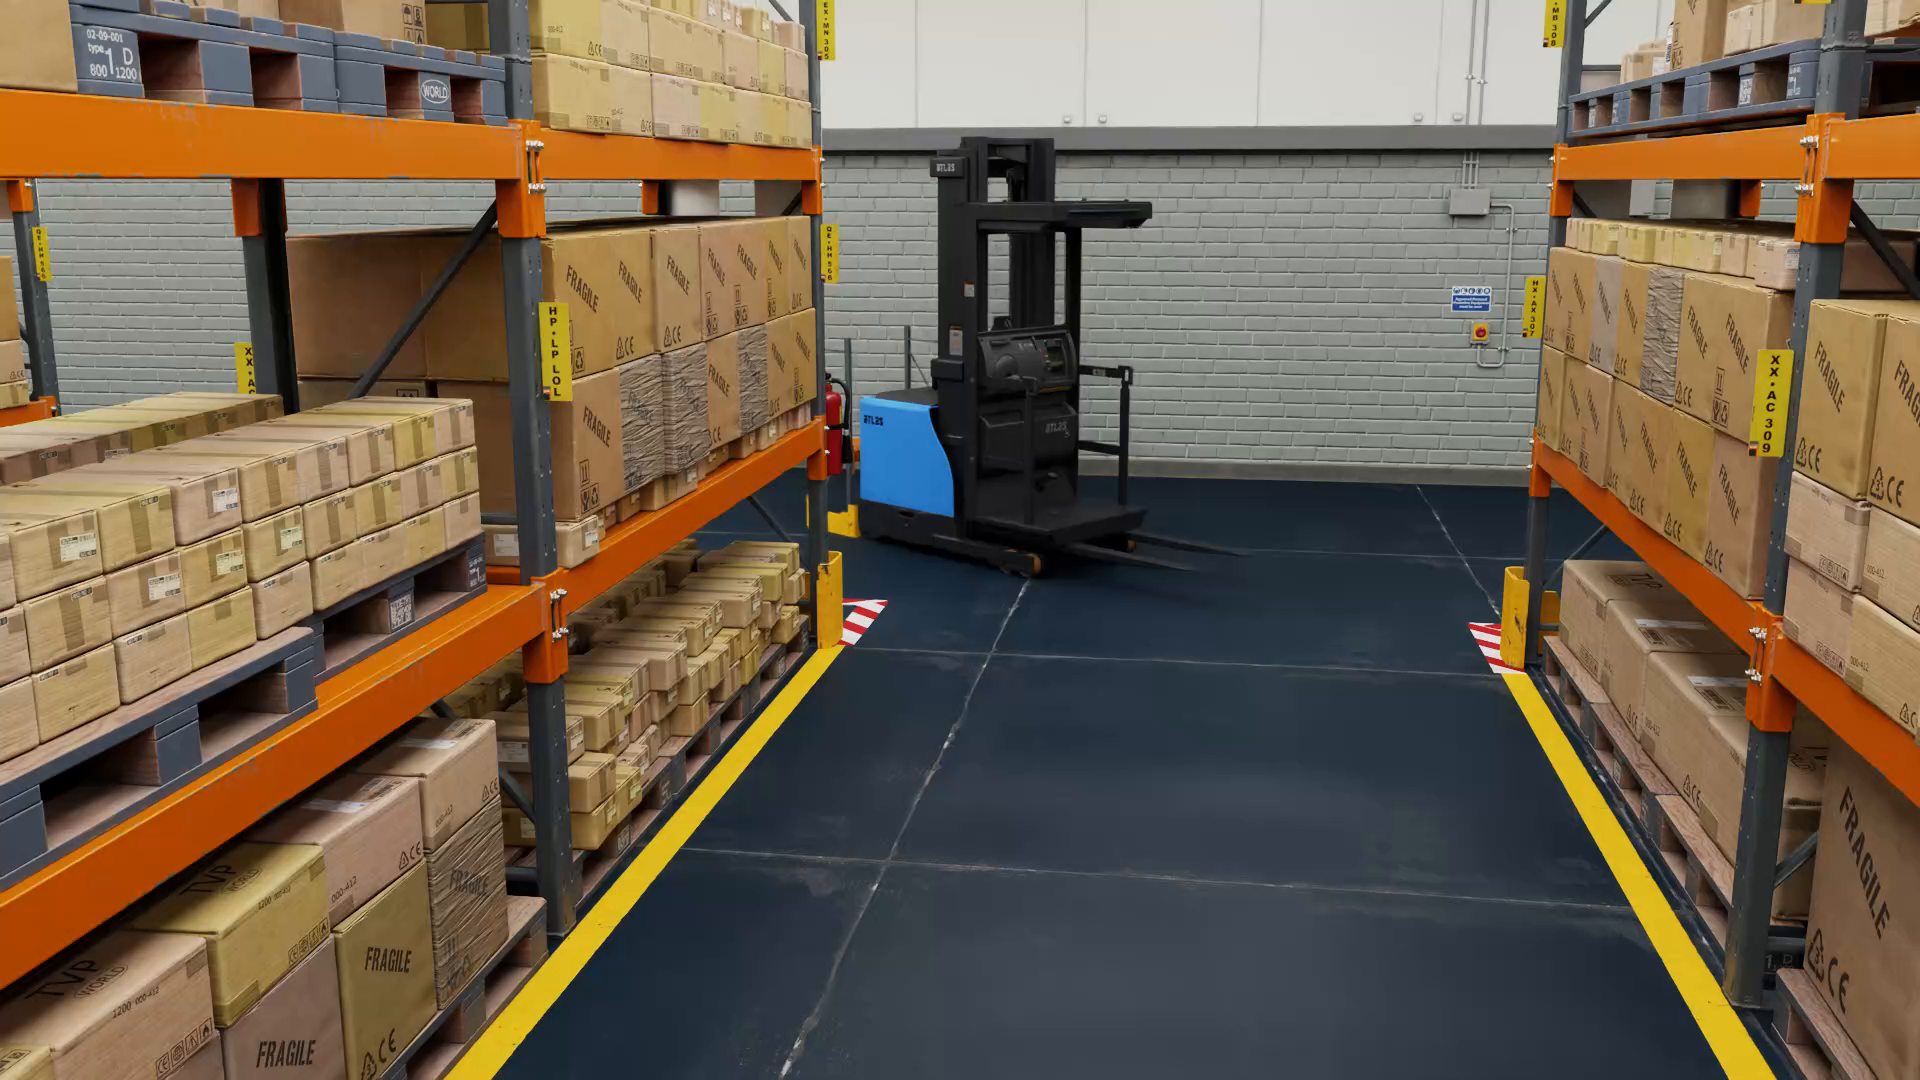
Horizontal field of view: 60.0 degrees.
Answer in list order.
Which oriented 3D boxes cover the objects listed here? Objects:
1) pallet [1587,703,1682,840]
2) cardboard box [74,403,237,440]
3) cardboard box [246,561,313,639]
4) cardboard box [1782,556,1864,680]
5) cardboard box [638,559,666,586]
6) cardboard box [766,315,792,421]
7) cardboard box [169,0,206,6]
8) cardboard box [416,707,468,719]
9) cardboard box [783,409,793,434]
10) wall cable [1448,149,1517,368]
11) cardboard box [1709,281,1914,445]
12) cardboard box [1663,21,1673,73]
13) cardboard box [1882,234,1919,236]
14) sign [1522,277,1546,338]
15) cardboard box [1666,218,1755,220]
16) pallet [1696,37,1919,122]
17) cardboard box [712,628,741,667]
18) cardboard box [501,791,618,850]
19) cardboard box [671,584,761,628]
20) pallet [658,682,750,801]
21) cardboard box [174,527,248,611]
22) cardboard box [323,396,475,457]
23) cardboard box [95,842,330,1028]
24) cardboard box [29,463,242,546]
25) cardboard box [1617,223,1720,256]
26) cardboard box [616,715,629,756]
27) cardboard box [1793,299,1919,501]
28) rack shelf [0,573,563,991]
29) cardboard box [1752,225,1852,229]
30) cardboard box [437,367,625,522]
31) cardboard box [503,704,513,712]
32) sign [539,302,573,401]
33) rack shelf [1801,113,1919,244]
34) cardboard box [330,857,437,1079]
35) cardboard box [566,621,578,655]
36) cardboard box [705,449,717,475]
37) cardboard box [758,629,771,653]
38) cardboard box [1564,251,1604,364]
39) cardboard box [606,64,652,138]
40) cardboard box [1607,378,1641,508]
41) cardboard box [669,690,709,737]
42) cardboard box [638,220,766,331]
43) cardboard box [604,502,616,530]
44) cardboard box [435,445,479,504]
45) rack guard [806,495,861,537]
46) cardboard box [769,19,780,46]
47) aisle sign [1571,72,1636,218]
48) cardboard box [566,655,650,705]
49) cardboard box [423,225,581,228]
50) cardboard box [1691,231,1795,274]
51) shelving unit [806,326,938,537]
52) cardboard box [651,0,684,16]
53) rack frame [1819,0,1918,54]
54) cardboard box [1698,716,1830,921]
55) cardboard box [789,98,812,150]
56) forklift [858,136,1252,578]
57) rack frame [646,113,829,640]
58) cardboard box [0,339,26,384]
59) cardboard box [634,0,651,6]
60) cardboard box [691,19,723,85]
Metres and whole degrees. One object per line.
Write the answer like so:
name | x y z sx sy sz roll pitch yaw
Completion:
pallet | 3.395 1.017 7.275 1.003 0.211 1.213 2 12 9
cardboard box | -2.443 -0.323 5.061 0.380 0.149 0.250 2 12 10
cardboard box | -1.912 0.147 4.289 0.380 0.149 0.250 1 12 6
cardboard box | 2.687 0.220 4.707 0.500 0.250 0.500 2 12 7
cardboard box | -1.781 0.197 8.817 0.380 0.149 0.250 2 12 8
cardboard box | -1.175 -0.893 8.576 0.500 0.500 0.500 2 12 8
cardboard box | -2.259 -1.480 3.880 0.797 0.503 0.637 2 12 8
cardboard box | -2.094 0.740 6.300 0.380 0.149 0.250 2 12 10
cardboard box | -1.122 -0.658 9.022 0.380 0.149 0.250 2 12 9
wall cable | 4.475 -2.455 14.280 0.585 1.953 0.123 2 12 9
cardboard box | 2.815 -0.581 5.458 0.500 0.500 0.500 2 12 8
cardboard box | 3.351 -2.136 7.141 0.500 0.311 0.500 2 12 10
cardboard box | 3.440 -1.006 5.893 0.380 0.149 0.250 2 12 8
sign | 3.083 -1.250 8.930 0.100 0.325 0.005 2 12 9
cardboard box | 3.773 -1.542 8.380 0.380 0.149 0.250 2 12 9
pallet | 3.152 -1.529 5.559 1.003 0.211 1.213 2 12 9
cardboard box | -1.278 0.523 8.010 0.380 0.149 0.250 3 12 11
cardboard box | -1.518 1.048 6.283 0.380 0.149 0.250 1 12 6
cardboard box | -1.205 0.326 8.219 0.380 0.149 0.250 2 12 11
pallet | -1.638 0.892 7.853 1.003 0.211 1.213 2 12 9
cardboard box | -1.956 0.060 3.986 0.380 0.149 0.250 2 12 9
cardboard box | -1.760 -0.359 5.226 0.380 0.149 0.250 2 12 11
cardboard box | -1.915 0.955 4.099 0.500 0.250 0.500 1 12 6
cardboard box | -1.961 -0.088 3.967 0.380 0.149 0.250 1 12 6
cardboard box | 3.168 -1.340 7.439 0.380 0.149 0.250 2 12 9
cardboard box | -1.567 0.795 6.749 0.380 0.149 0.250 2 12 8
cardboard box | 2.664 -0.391 4.579 0.500 0.500 0.500 2 12 9
rack shelf | -2.199 0.693 3.867 1.077 0.370 4.000 2 12 9
cardboard box | 3.631 -1.275 7.139 0.380 0.149 0.250 2 12 10
cardboard box | -1.566 -0.365 6.122 0.500 0.500 0.500 2 12 8
cardboard box | -1.968 0.730 7.052 0.380 0.149 0.250 2 12 9
sign | -1.342 -0.624 5.522 0.100 0.325 0.005 2 12 9
rack shelf | 2.708 -0.634 2.905 1.077 0.370 4.000 2 12 9
cardboard box | -1.835 1.210 4.694 0.500 0.500 0.500 2 12 7
cardboard box | -1.966 0.466 7.571 0.380 0.149 0.250 1 12 7
cardboard box | -1.357 -0.387 7.766 0.380 0.149 0.250 2 12 10
cardboard box | -1.216 0.506 8.798 0.380 0.149 0.250 2 12 8
cardboard box | 3.203 -1.108 7.904 0.500 0.500 0.500 2 12 7
cardboard box | -1.491 -1.661 6.316 0.500 0.250 0.500 2 12 8
cardboard box | 3.066 -0.411 7.042 0.500 0.500 0.500 2 12 11
cardboard box | -1.358 0.776 7.542 0.380 0.149 0.250 2 12 7
cardboard box | -1.250 -1.274 7.968 0.500 0.500 0.500 3 12 12
cardboard box | -1.569 -0.114 6.501 0.380 0.149 0.250 1 12 6
cardboard box | -1.757 -0.214 5.260 0.380 0.149 0.250 2 12 10
rack guard | -0.975 -0.190 12.778 0.087 0.250 0.587 -12 17 -43
cardboard box | -1.150 -2.613 8.600 0.380 0.149 0.250 2 12 9
aisle sign | 3.355 -2.064 8.780 0.394 0.787 0.004 2 12 9
cardboard box | -1.525 0.592 6.983 0.380 0.149 0.250 2 12 7
cardboard box | -1.919 -1.079 7.063 0.500 0.500 0.500 2 12 10
cardboard box | 2.968 -1.075 6.210 0.380 0.149 0.250 2 12 8
shelving unit | -0.618 -0.874 12.986 1.083 1.500 0.587 -12 17 -43
cardboard box | -1.358 -2.233 6.836 0.380 0.149 0.250 3 12 11
rack frame | 3.015 -2.869 4.445 1.000 3.000 0.127 2 12 9
cardboard box | 3.218 0.984 5.893 0.875 0.438 0.875 2 12 8
cardboard box | -1.085 -2.198 8.808 0.500 0.250 0.500 2 12 7
forklift | 0.631 -1.298 11.561 1.130 2.935 3.031 -12 17 -43
rack frame | -1.276 -0.908 9.587 1.000 3.000 0.127 2 12 9
cardboard box | -5.974 -1.052 9.907 0.500 0.250 0.500 2 12 8
cardboard box | -1.445 -2.177 6.579 0.380 0.149 0.250 1 12 7
cardboard box | -1.343 -2.124 7.277 0.500 0.250 0.500 1 12 6
